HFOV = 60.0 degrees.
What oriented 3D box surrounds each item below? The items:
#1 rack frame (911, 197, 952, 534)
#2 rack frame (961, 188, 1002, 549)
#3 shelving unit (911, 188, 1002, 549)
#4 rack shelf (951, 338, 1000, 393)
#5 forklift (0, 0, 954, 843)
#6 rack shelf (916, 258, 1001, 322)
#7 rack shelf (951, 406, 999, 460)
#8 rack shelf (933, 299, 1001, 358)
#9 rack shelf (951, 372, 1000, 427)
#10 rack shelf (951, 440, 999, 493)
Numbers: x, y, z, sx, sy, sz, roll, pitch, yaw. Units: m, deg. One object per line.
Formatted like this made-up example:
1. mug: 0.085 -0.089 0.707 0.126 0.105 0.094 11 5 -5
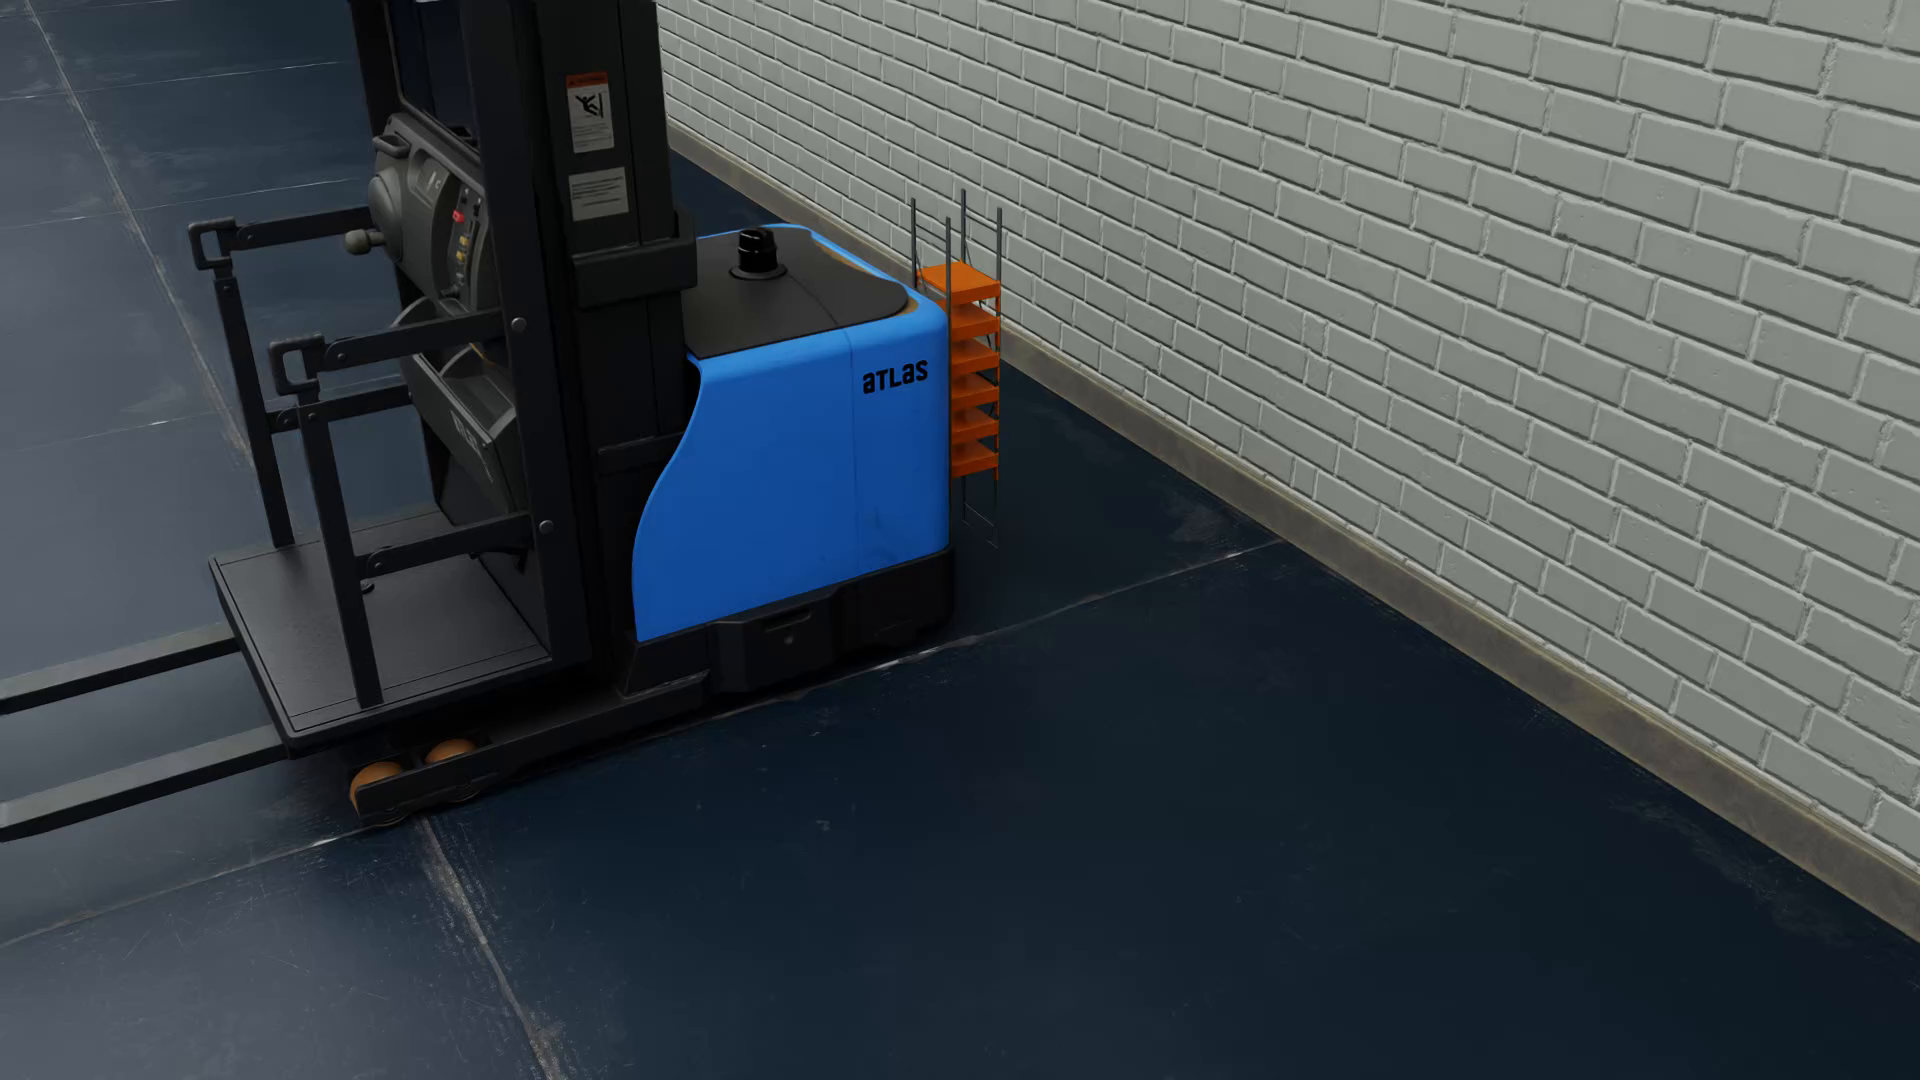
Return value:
1. rack frame: -0.091 -0.499 5.413 0.006 1.200 0.240 -16 33 -26
2. rack frame: 0.066 -0.544 5.494 0.006 1.200 0.240 -16 33 -26
3. shelving unit: -0.012 -0.522 5.454 0.189 1.200 0.258 -16 33 -26
4. rack shelf: -0.012 -0.588 5.417 0.180 0.103 0.258 -16 33 -26
5. forklift: -1.541 -0.821 4.204 3.031 2.935 1.130 -17 33 -28
6. rack shelf: -0.012 -0.798 5.301 0.180 0.103 0.258 -16 33 -26
7. rack shelf: -0.012 -0.378 5.533 0.180 0.103 0.258 -16 33 -26
8. rack shelf: -0.012 -0.693 5.359 0.180 0.103 0.258 -16 33 -26
9. rack shelf: -0.012 -0.483 5.475 0.180 0.103 0.258 -16 33 -26
10. rack shelf: -0.012 -0.273 5.591 0.180 0.103 0.258 -16 33 -26
